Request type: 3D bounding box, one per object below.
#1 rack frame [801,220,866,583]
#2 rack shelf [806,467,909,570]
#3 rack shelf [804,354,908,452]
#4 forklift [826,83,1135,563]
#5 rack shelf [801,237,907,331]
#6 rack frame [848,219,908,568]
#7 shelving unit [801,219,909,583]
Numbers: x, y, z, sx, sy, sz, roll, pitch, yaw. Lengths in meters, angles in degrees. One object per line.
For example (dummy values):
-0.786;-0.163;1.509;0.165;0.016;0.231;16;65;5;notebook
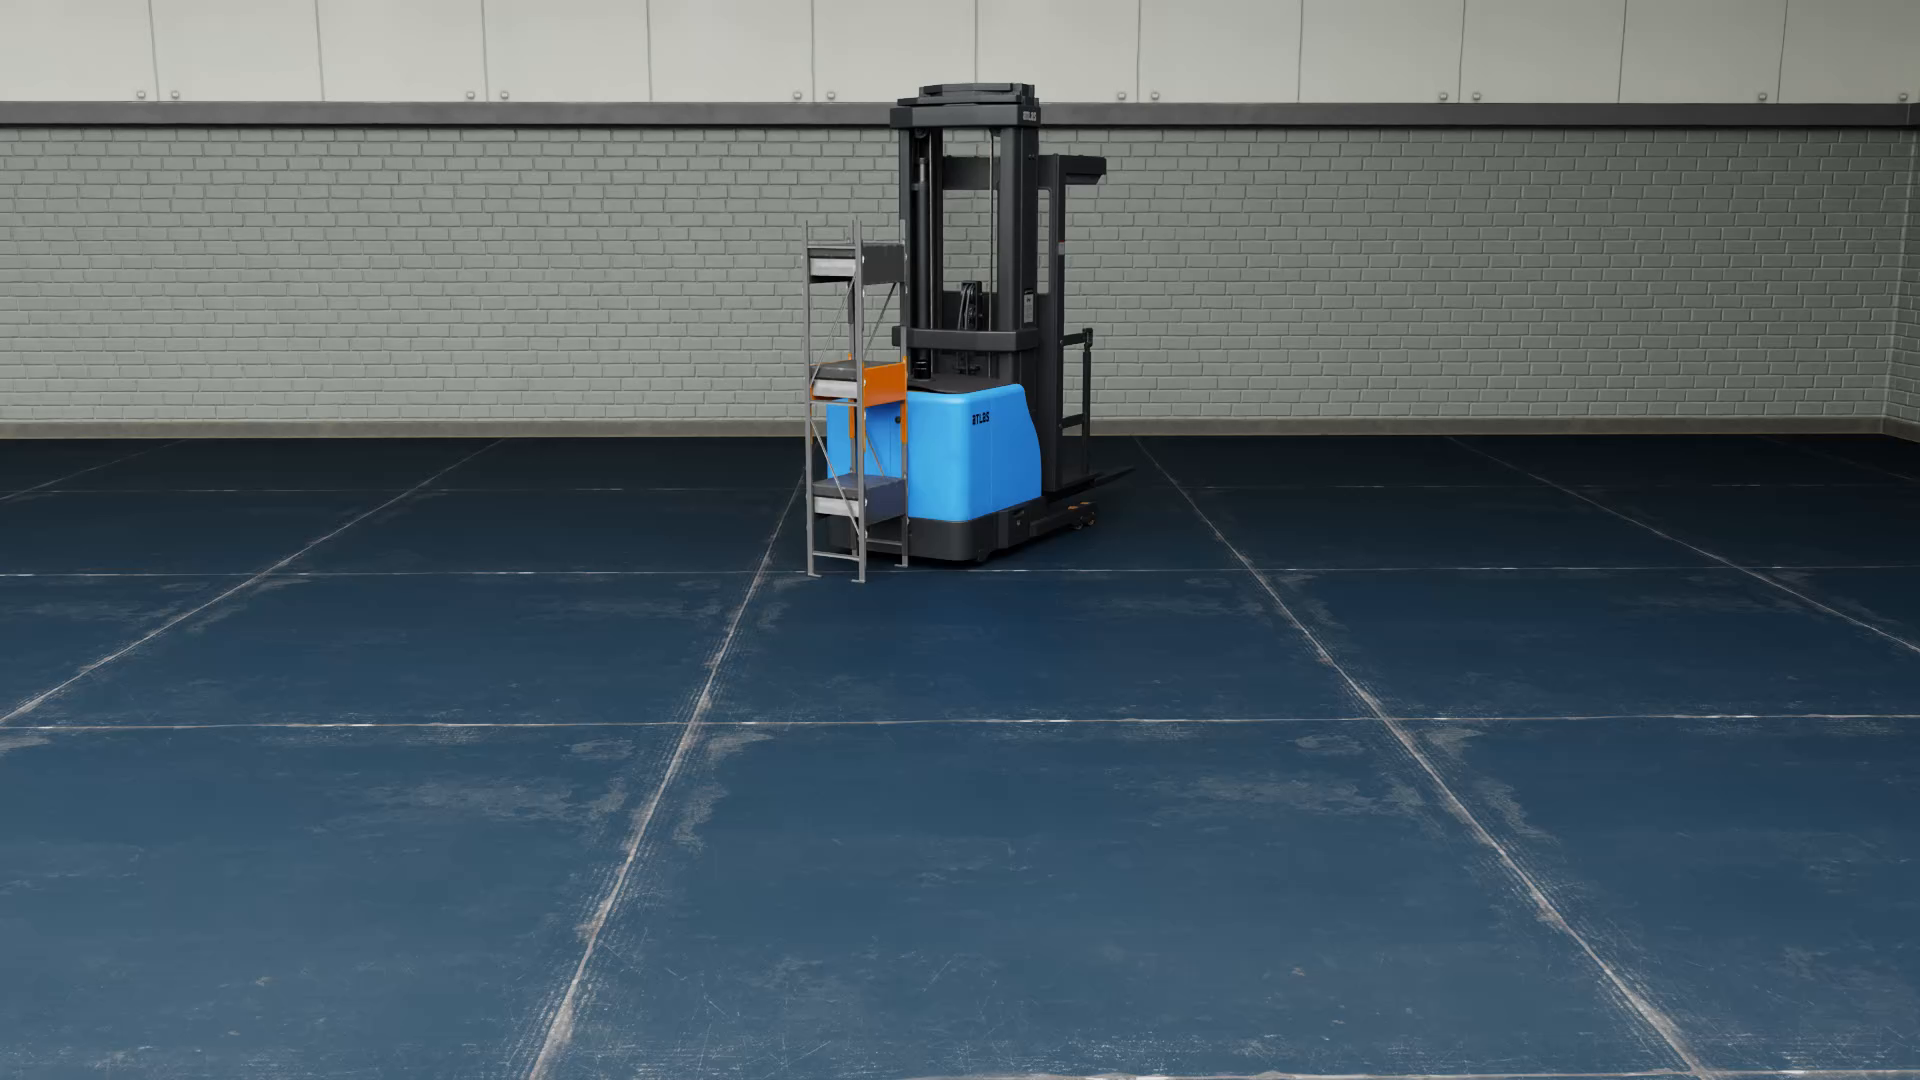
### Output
-0.735;-0.794;9.693;0.400;2.100;0.015;6;13;29;rack frame
-0.616;-0.137;10.044;0.431;0.518;0.480;6;13;29;rack shelf
-0.616;-0.823;9.905;0.431;0.518;0.480;6;13;29;rack shelf
0.308;-1.546;11.307;1.130;2.935;3.031;6;13;29;forklift
-0.616;-1.509;9.766;0.431;0.518;0.480;6;13;29;rack shelf
-0.497;-0.879;10.111;0.400;2.100;0.015;6;13;29;rack frame
-0.616;-0.837;9.902;0.431;2.100;0.503;6;13;29;shelving unit
